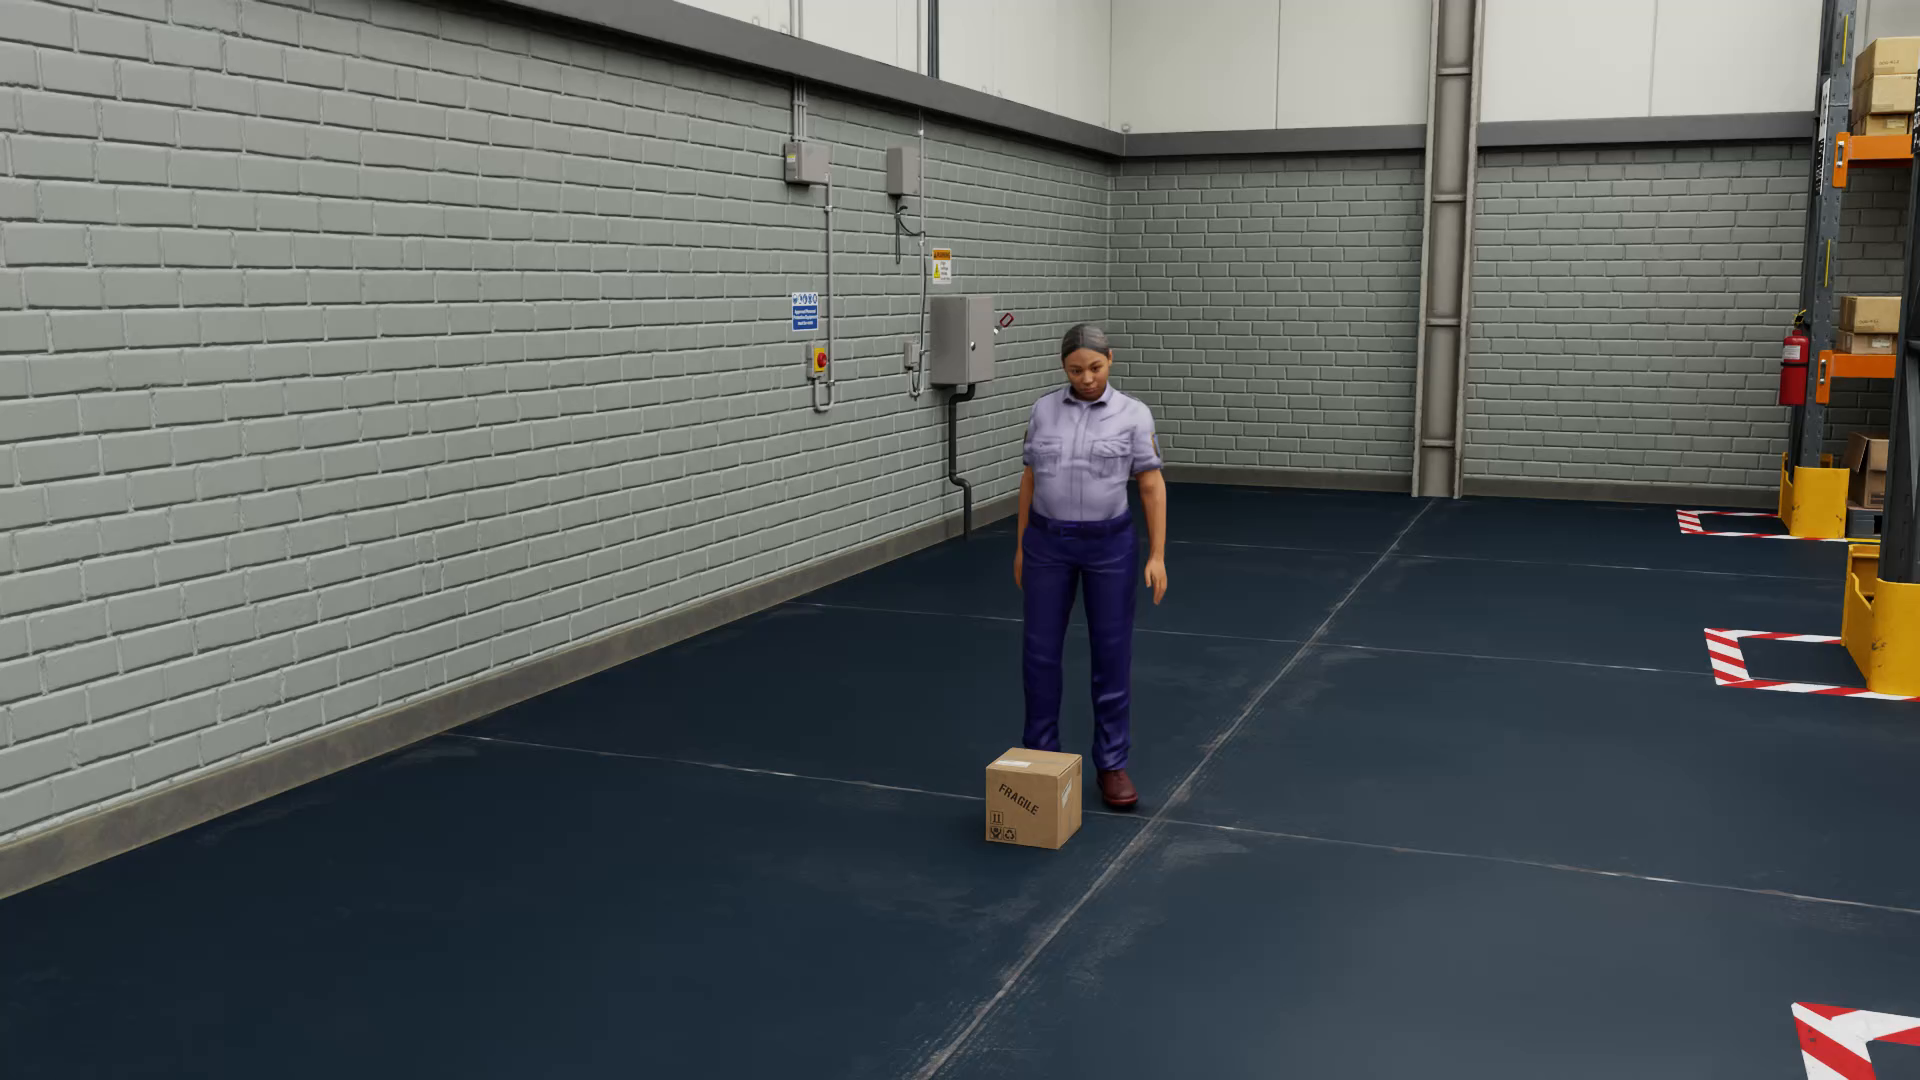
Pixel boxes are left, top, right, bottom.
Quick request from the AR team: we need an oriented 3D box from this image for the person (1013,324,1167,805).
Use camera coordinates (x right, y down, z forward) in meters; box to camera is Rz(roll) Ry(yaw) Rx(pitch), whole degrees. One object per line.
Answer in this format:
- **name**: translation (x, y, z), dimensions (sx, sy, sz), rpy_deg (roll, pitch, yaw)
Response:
- **person**: translation (0.439, 0.093, 5.768), dimensions (0.561, 1.673, 0.420), rpy_deg (2, 9, 12)
